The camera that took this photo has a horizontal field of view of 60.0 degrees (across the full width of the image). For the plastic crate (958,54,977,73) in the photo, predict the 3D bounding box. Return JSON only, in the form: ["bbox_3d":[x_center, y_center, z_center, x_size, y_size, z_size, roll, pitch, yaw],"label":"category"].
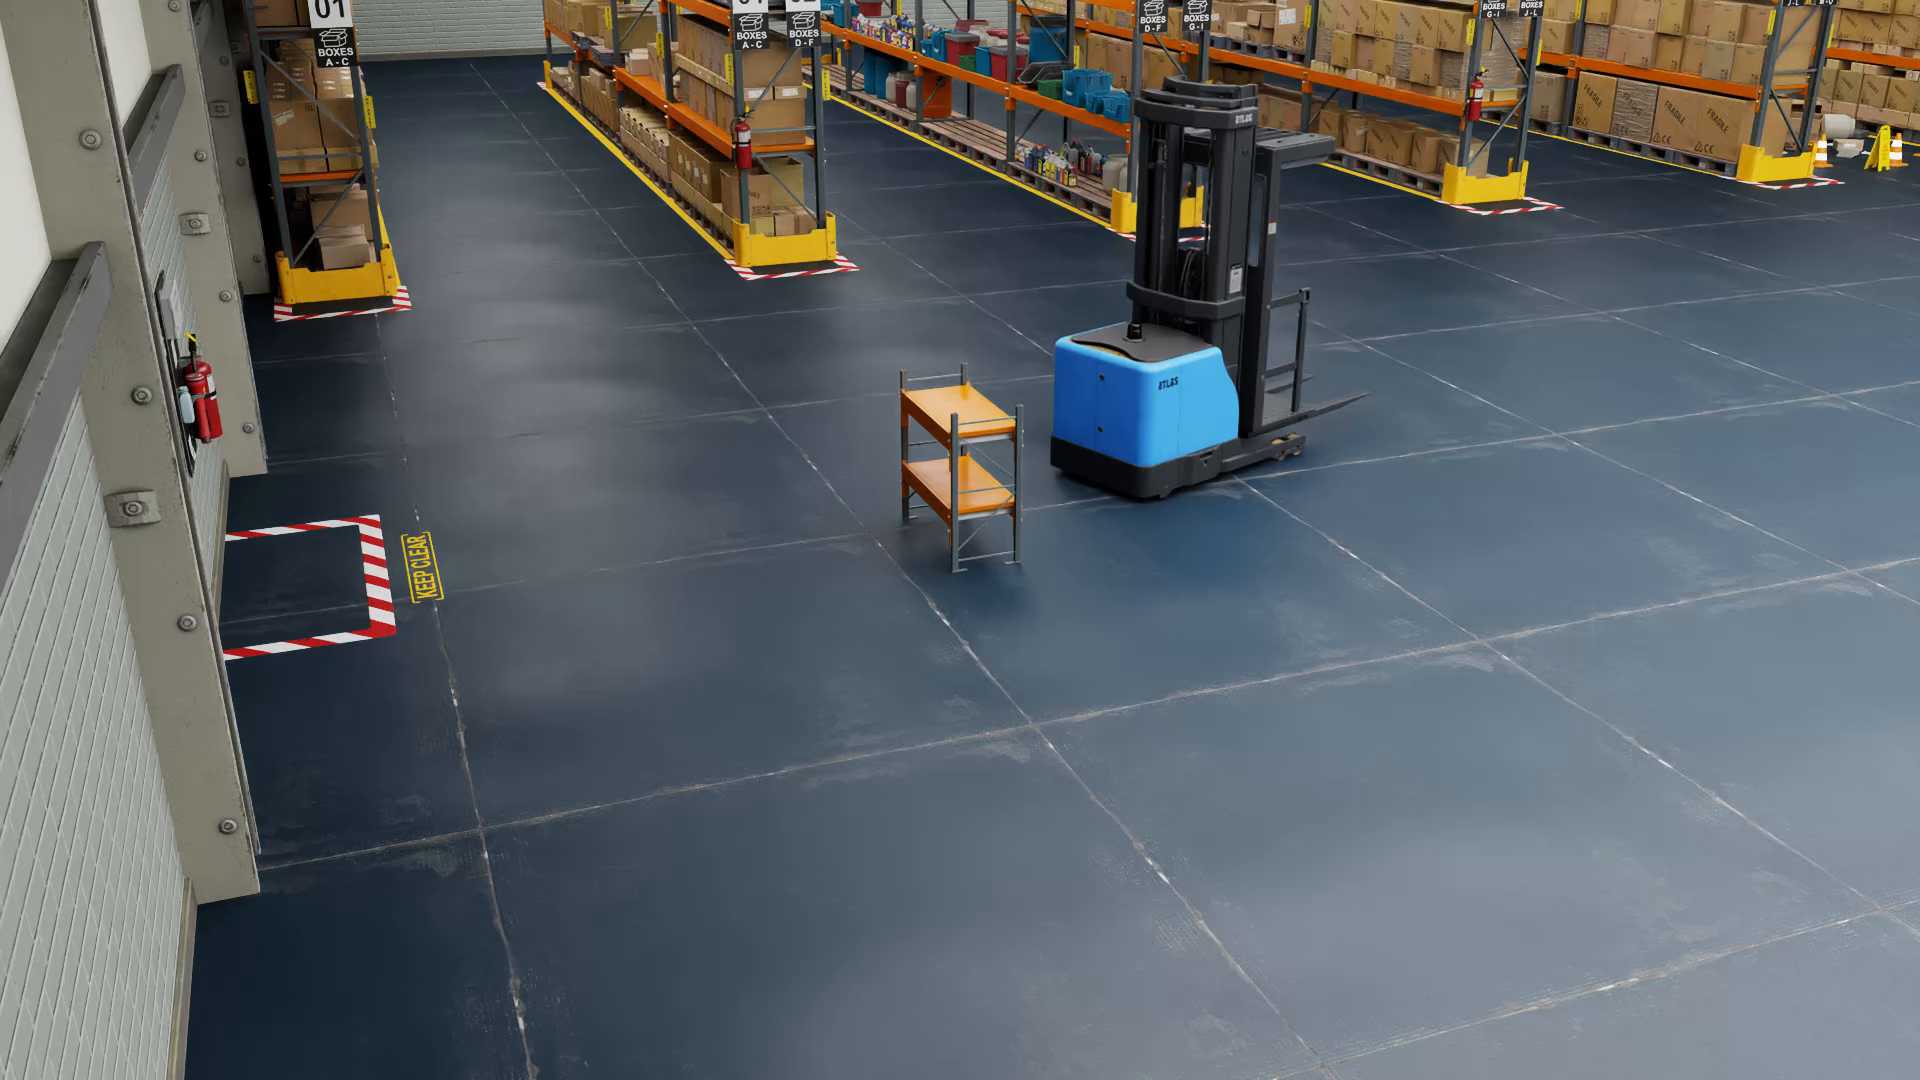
[{"bbox_3d":[0.287,-7.309,25.503,0.450,0.188,0.662,-8,24,-19],"label":"plastic crate"}]

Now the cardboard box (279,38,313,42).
[{"bbox_3d":[-9.117,-6.787,23.296,0.700,0.500,0.500,-11,25,-24],"label":"cardboard box"}]

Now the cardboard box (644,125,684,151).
[{"bbox_3d":[-4.244,-5.797,23.920,0.500,0.311,0.500,-8,24,-19],"label":"cardboard box"}]

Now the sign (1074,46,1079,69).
[{"bbox_3d":[1.684,-7.012,24.168,0.100,0.325,0.005,-8,24,-19],"label":"sign"}]

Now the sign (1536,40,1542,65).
[{"bbox_3d":[7.720,-6.512,22.225,0.100,0.325,0.005,-8,24,-19],"label":"sign"}]

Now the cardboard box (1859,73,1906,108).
[{"bbox_3d":[15.408,-7.491,27.696,0.500,0.500,0.500,-7,24,-16],"label":"cardboard box"}]

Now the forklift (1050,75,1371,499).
[{"bbox_3d":[2.147,-2.120,13.007,3.031,2.935,1.130,-19,29,-37],"label":"forklift"}]

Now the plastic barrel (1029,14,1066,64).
[{"bbox_3d":[1.313,-7.226,24.386,0.600,0.901,0.708,-8,24,-19],"label":"plastic barrel"}]

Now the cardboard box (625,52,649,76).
[{"bbox_3d":[-4.748,-7.195,25.074,0.500,0.311,0.500,-9,24,-20],"label":"cardboard box"}]

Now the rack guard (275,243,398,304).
[{"bbox_3d":[-6.716,-2.876,17.930,1.175,0.500,0.348,-8,24,-19],"label":"rack guard"}]

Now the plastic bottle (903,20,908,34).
[{"bbox_3d":[-0.974,-9.173,29.817,0.097,0.271,0.097,0,23,0],"label":"plastic bottle"}]

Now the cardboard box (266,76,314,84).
[{"bbox_3d":[-7.588,-4.982,18.911,0.500,0.500,0.500,-8,24,-18],"label":"cardboard box"}]

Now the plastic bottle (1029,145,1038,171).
[{"bbox_3d":[1.063,-5.445,23.650,0.144,0.351,0.185,-8,24,-18],"label":"plastic bottle"}]

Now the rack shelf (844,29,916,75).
[{"bbox_3d":[-0.954,-8.661,29.364,1.077,0.370,4.000,-8,24,-19],"label":"rack shelf"}]

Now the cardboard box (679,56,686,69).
[{"bbox_3d":[-3.467,-6.264,21.786,0.380,0.149,0.250,-8,24,-18],"label":"cardboard box"}]

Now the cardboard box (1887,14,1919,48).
[{"bbox_3d":[15.527,-8.293,27.052,0.500,0.500,0.500,-8,24,-18],"label":"cardboard box"}]

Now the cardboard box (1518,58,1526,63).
[{"bbox_3d":[9.505,-8.196,29.689,1.050,0.750,0.750,-8,24,-18],"label":"cardboard box"}]

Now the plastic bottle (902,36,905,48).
[{"bbox_3d":[-0.929,-8.427,28.137,0.097,0.201,0.097,0,23,0],"label":"plastic bottle"}]

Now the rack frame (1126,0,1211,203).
[{"bbox_3d":[2.579,-5.359,20.604,1.000,3.000,0.127,-8,24,-19],"label":"rack frame"}]

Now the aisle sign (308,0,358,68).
[{"bbox_3d":[-6.383,-5.213,16.909,0.394,0.787,0.004,-8,24,-19],"label":"aisle sign"}]

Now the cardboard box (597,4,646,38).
[{"bbox_3d":[-5.614,-8.648,27.736,0.700,0.500,0.500,-15,27,-32],"label":"cardboard box"}]

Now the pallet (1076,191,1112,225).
[{"bbox_3d":[2.226,-4.392,21.898,1.003,0.211,1.213,-8,24,-19],"label":"pallet"}]

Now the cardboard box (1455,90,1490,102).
[{"bbox_3d":[6.919,-5.999,22.443,0.380,0.149,0.250,-8,24,-19],"label":"cardboard box"}]

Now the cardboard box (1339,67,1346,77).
[{"bbox_3d":[5.882,-6.988,24.791,0.380,0.149,0.250,-8,24,-19],"label":"cardboard box"}]

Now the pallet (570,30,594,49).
[{"bbox_3d":[-6.115,-8.648,28.652,1.003,0.211,1.213,-8,24,-19],"label":"pallet"}]

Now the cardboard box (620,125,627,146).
[{"bbox_3d":[-4.972,-6.284,25.797,0.500,0.250,0.500,-8,24,-19],"label":"cardboard box"}]

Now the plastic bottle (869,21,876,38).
[{"bbox_3d":[-1.526,-9.106,29.652,0.152,0.276,0.135,-8,24,-19],"label":"plastic bottle"}]

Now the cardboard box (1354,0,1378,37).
[{"bbox_3d":[6.075,-7.575,24.061,0.500,0.500,0.500,-8,24,-19],"label":"cardboard box"}]

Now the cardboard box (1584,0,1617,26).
[{"bbox_3d":[10.573,-8.564,26.624,0.875,0.550,0.550,-8,24,-19],"label":"cardboard box"}]

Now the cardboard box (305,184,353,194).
[{"bbox_3d":[-7.698,-4.133,20.345,0.500,0.500,0.500,-10,25,-23],"label":"cardboard box"}]

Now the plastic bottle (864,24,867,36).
[{"bbox_3d":[-1.674,-9.193,29.956,0.097,0.201,0.097,0,23,0],"label":"plastic bottle"}]

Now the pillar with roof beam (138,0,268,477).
[{"bbox_3d":[-1.599,-5.311,12.764,9.100,9.000,0.400,-8,24,-19],"label":"pillar with roof beam"}]

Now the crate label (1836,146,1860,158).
[{"bbox_3d":[13.871,-6.060,25.952,0.298,0.136,0.250,18,29,36],"label":"crate label"}]

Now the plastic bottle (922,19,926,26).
[{"bbox_3d":[-0.640,-9.008,29.323,0.144,0.351,0.185,-8,24,-19],"label":"plastic bottle"}]

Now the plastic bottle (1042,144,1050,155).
[{"bbox_3d":[1.198,-5.464,23.697,0.144,0.351,0.185,-8,24,-19],"label":"plastic bottle"}]

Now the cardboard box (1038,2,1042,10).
[{"bbox_3d":[1.833,-11.096,34.537,0.380,0.149,0.250,-9,24,-20],"label":"cardboard box"}]

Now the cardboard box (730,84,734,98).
[{"bbox_3d":[-2.463,-5.234,19.342,0.380,0.149,0.250,-8,24,-18],"label":"cardboard box"}]

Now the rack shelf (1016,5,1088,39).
[{"bbox_3d":[2.267,-10.794,34.425,1.077,0.370,4.000,-8,24,-19],"label":"rack shelf"}]

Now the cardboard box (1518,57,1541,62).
[{"bbox_3d":[12.538,-10.759,35.610,0.875,0.875,0.875,-8,24,-17],"label":"cardboard box"}]

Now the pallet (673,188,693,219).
[{"bbox_3d":[-3.228,-4.555,22.285,1.003,0.211,1.213,-8,24,-19],"label":"pallet"}]

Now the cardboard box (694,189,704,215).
[{"bbox_3d":[-3.063,-4.305,21.102,0.500,0.250,0.500,-8,24,-19],"label":"cardboard box"}]

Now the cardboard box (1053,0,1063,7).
[{"bbox_3d":[2.206,-10.965,33.713,0.500,0.250,0.500,-8,24,-18],"label":"cardboard box"}]

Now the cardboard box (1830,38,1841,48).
[{"bbox_3d":[15.019,-8.493,28.362,0.380,0.149,0.250,-8,24,-17],"label":"cardboard box"}]

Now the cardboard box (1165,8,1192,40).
[{"bbox_3d":[3.980,-9.137,29.438,0.500,0.500,0.500,-8,24,-17],"label":"cardboard box"}]

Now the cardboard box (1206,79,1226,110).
[{"bbox_3d":[4.642,-7.756,28.942,0.700,0.500,0.500,-10,25,-22],"label":"cardboard box"}]

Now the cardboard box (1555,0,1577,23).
[{"bbox_3d":[10.294,-8.823,27.404,0.700,0.500,0.500,-9,24,-20],"label":"cardboard box"}]

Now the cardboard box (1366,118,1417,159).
[{"bbox_3d":[6.406,-5.961,24.710,0.500,0.500,0.500,-11,25,-24],"label":"cardboard box"}]

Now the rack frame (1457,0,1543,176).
[{"bbox_3d":[7.212,-6.039,22.216,1.000,3.000,0.127,-8,24,-19],"label":"rack frame"}]

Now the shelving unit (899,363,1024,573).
[{"bbox_3d":[-0.002,-0.521,11.537,0.538,1.125,1.048,-8,24,-19],"label":"shelving unit"}]

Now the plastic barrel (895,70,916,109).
[{"bbox_3d":[-0.835,-7.934,29.277,0.600,0.588,0.708,-8,24,-19],"label":"plastic barrel"}]

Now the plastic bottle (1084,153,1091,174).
[{"bbox_3d":[1.799,-5.308,23.412,0.061,0.283,0.133,-8,24,-19],"label":"plastic bottle"}]

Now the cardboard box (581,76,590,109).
[{"bbox_3d":[-6.353,-7.883,29.243,0.500,0.500,0.500,-9,25,-21],"label":"cardboard box"}]

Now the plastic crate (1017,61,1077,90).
[{"bbox_3d":[1.232,-6.577,23.571,0.767,0.338,0.504,-8,24,-19],"label":"plastic crate"}]

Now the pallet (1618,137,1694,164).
[{"bbox_3d":[11.106,-6.120,25.999,1.003,0.211,1.213,-8,24,-19],"label":"pallet"}]

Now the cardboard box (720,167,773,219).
[{"bbox_3d":[-2.524,-4.107,19.667,0.500,0.500,0.500,-8,24,-19],"label":"cardboard box"}]

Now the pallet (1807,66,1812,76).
[{"bbox_3d":[18.071,-9.979,35.155,1.003,0.211,1.213,-8,24,-19],"label":"pallet"}]
